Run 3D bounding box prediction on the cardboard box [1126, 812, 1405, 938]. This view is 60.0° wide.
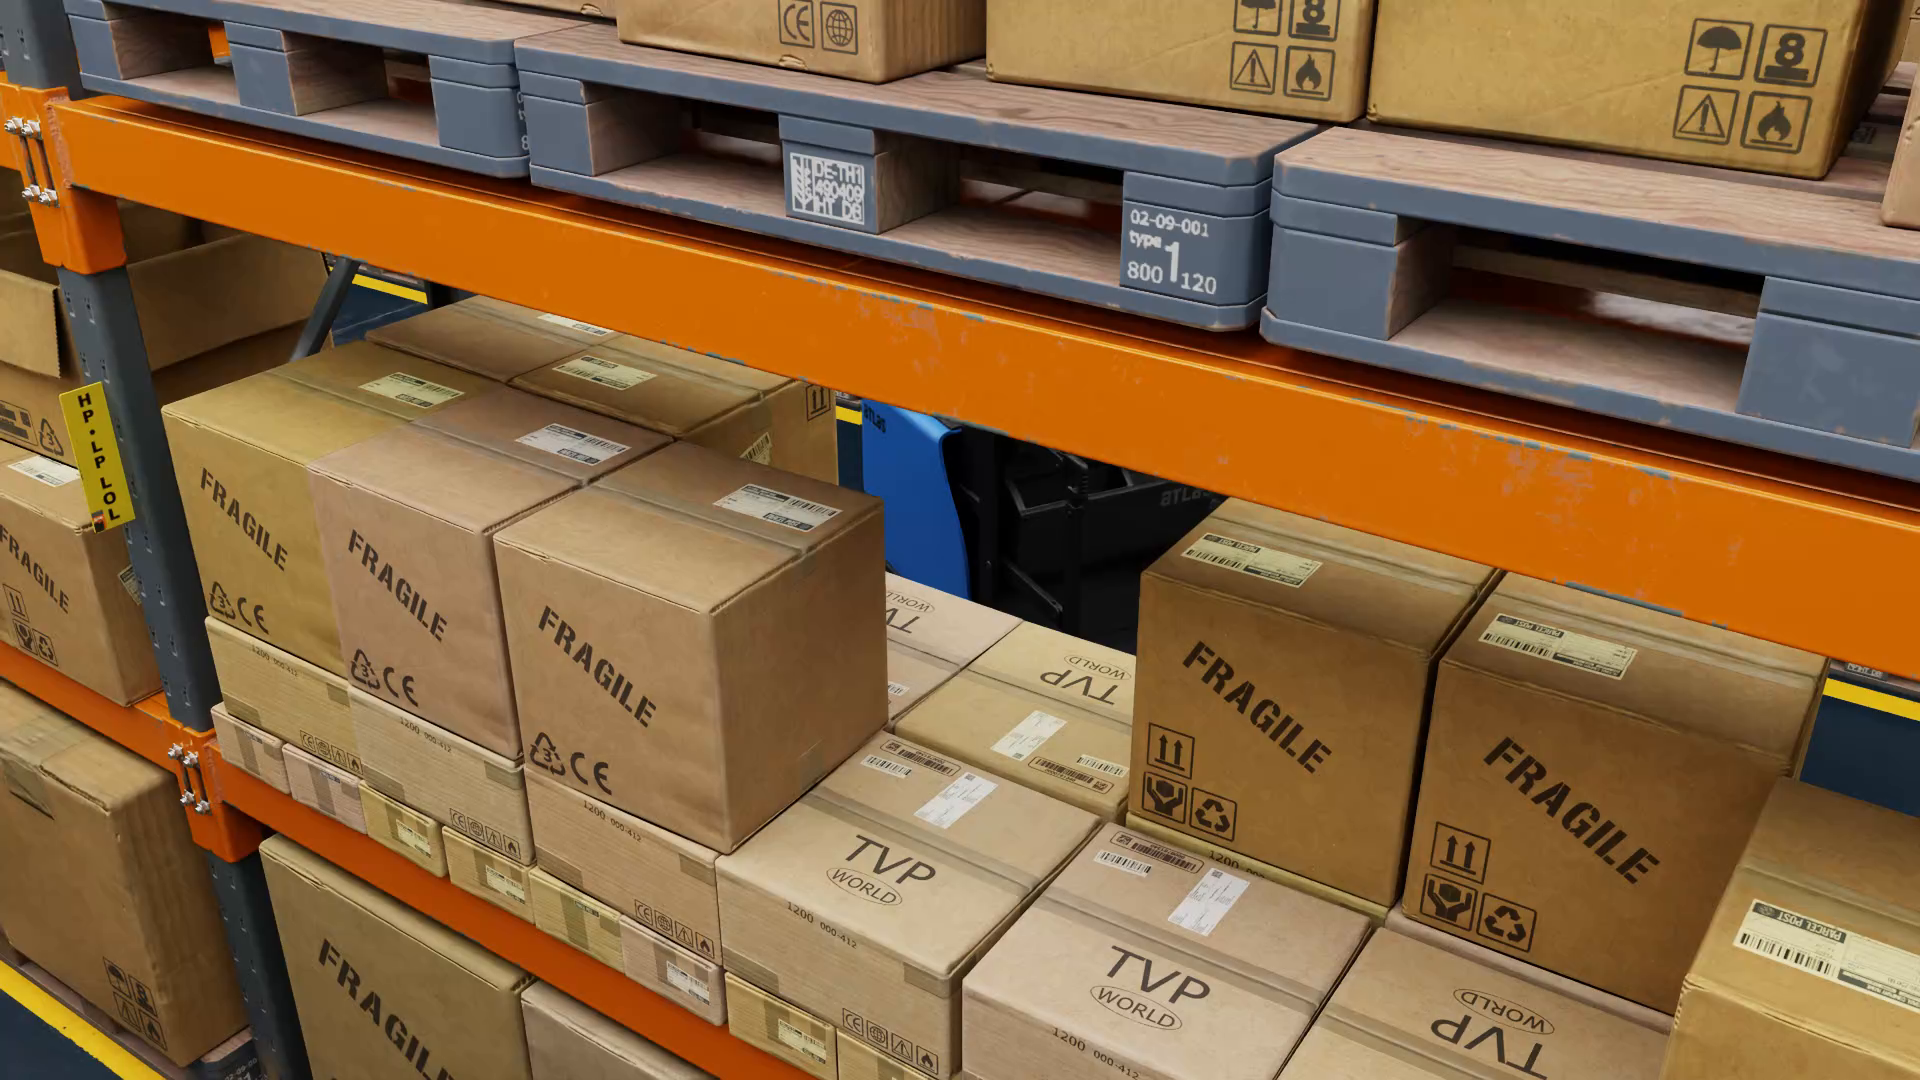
[{"bbox_3d":[0.645,0.574,3.153,0.500,0.250,0.500,16,31,29],"label":"cardboard box"}]

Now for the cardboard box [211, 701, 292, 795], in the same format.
[{"bbox_3d":[-1.509,0.410,3.914,0.250,0.149,0.380,17,32,30],"label":"cardboard box"}]

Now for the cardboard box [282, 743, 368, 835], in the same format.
[{"bbox_3d":[-1.293,0.478,3.781,0.250,0.149,0.380,16,31,29],"label":"cardboard box"}]

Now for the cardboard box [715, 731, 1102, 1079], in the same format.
[{"bbox_3d":[-0.086,0.641,3.021,0.500,0.250,0.500,17,32,30],"label":"cardboard box"}]

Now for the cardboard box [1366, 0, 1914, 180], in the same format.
[{"bbox_3d":[0.878,-0.791,2.007,0.500,0.500,0.700,16,31,29],"label":"cardboard box"}]

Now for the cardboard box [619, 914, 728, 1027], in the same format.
[{"bbox_3d":[-0.440,0.743,3.260,0.250,0.149,0.380,18,32,31],"label":"cardboard box"}]

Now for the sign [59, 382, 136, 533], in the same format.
[{"bbox_3d":[-1.864,-0.178,3.602,0.005,0.325,0.100,17,32,30],"label":"sign"}]

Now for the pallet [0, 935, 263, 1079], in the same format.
[{"bbox_3d":[-2.243,1.171,5.217,1.213,0.211,1.003,17,32,30],"label":"pallet"}]

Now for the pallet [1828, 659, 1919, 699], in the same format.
[{"bbox_3d":[3.879,0.290,6.948,1.213,0.211,1.003,17,32,30],"label":"pallet"}]

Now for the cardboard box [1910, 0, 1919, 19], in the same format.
[{"bbox_3d":[5.975,-3.340,9.793,0.500,0.500,0.500,18,32,32],"label":"cardboard box"}]

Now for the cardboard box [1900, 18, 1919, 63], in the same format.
[{"bbox_3d":[5.983,-2.898,10.026,0.500,0.500,0.500,18,32,31],"label":"cardboard box"}]

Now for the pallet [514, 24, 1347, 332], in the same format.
[{"bbox_3d":[0.105,-0.672,2.554,1.213,0.211,1.003,17,32,30],"label":"pallet"}]

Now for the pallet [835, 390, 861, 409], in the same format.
[{"bbox_3d":[-0.383,-1.038,9.557,1.213,0.211,1.003,17,32,30],"label":"pallet"}]

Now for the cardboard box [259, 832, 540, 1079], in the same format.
[{"bbox_3d":[-1.066,1.057,4.245,0.875,0.875,0.875,17,32,30],"label":"cardboard box"}]

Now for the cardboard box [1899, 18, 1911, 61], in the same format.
[{"bbox_3d":[5.568,-3.027,10.280,0.500,0.500,0.500,17,31,30],"label":"cardboard box"}]

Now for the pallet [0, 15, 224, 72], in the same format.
[{"bbox_3d":[-2.348,-1.371,4.040,1.217,0.209,0.805,16,31,28],"label":"pallet"}]

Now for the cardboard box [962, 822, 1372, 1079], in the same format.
[{"bbox_3d":[0.345,0.773,2.761,0.500,0.250,0.500,16,31,29],"label":"cardboard box"}]

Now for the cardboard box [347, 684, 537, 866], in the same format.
[{"bbox_3d":[-0.919,0.380,3.533,0.500,0.250,0.500,17,32,30],"label":"cardboard box"}]

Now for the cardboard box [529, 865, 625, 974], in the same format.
[{"bbox_3d":[-0.646,0.677,3.389,0.250,0.149,0.380,17,31,30],"label":"cardboard box"}]

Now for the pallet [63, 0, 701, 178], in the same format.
[{"bbox_3d":[-0.896,-0.985,3.170,1.213,0.211,1.003,17,32,30],"label":"pallet"}]

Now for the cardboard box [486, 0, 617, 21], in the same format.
[{"bbox_3d":[-0.445,-1.197,2.804,0.500,0.500,0.700,19,33,33],"label":"cardboard box"}]

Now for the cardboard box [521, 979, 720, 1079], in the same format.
[{"bbox_3d":[-0.324,1.288,3.791,0.875,0.875,0.875,17,32,30],"label":"cardboard box"}]

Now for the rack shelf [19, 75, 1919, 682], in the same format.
[{"bbox_3d":[0.084,-0.405,2.724,4.000,0.370,1.077,17,32,30],"label":"rack shelf"}]

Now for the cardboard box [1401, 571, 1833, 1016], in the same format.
[{"bbox_3d":[1.078,0.372,2.722,0.500,0.500,0.500,16,31,29],"label":"cardboard box"}]

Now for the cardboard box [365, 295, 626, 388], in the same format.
[{"bbox_3d":[-1.034,-0.284,4.012,0.500,0.500,0.500,18,32,32],"label":"cardboard box"}]

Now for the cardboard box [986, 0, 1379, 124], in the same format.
[{"bbox_3d":[0.424,-0.906,2.232,0.500,0.500,0.700,15,31,27],"label":"cardboard box"}]

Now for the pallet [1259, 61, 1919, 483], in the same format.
[{"bbox_3d":[1.115,-0.359,1.939,1.213,0.211,1.003,17,32,30],"label":"pallet"}]

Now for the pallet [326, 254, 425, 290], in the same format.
[{"bbox_3d":[-3.676,-2.065,11.576,1.213,0.211,1.003,17,32,30],"label":"pallet"}]

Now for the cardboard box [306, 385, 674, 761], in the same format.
[{"bbox_3d":[-0.913,0.046,3.363,0.500,0.500,0.500,17,32,30],"label":"cardboard box"}]

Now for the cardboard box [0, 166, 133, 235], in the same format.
[{"bbox_3d":[-2.655,-0.735,4.671,0.637,0.503,0.797,18,32,31],"label":"cardboard box"}]

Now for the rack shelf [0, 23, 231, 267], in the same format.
[{"bbox_3d":[-3.213,-1.432,4.743,4.000,0.370,1.077,17,32,30],"label":"rack shelf"}]

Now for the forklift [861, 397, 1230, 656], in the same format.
[{"bbox_3d":[0.690,-0.558,5.615,1.130,2.935,3.031,-13,30,-23],"label":"forklift"}]

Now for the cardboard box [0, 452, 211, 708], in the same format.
[{"bbox_3d":[-2.105,0.035,4.263,0.500,0.500,0.500,17,32,30],"label":"cardboard box"}]

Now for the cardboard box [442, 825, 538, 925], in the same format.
[{"bbox_3d":[-0.857,0.612,3.517,0.250,0.149,0.380,16,31,29],"label":"cardboard box"}]

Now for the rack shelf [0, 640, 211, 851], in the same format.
[{"bbox_3d":[-3.213,-0.095,5.423,4.000,0.370,1.077,17,32,30],"label":"rack shelf"}]

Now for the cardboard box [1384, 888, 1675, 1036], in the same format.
[{"bbox_3d":[1.058,0.704,2.897,0.500,0.250,0.500,17,31,30],"label":"cardboard box"}]

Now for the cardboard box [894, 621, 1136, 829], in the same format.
[{"bbox_3d":[0.212,0.442,3.412,0.500,0.250,0.500,17,31,29],"label":"cardboard box"}]

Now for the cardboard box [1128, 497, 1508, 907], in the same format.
[{"bbox_3d":[0.647,0.242,2.979,0.500,0.500,0.500,16,31,29],"label":"cardboard box"}]

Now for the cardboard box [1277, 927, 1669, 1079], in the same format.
[{"bbox_3d":[0.765,0.904,2.505,0.500,0.250,0.500,17,31,29],"label":"cardboard box"}]

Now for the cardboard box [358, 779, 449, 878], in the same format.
[{"bbox_3d":[-1.075,0.545,3.649,0.250,0.149,0.380,18,32,32],"label":"cardboard box"}]

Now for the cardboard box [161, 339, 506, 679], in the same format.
[{"bbox_3d":[-1.315,-0.084,3.618,0.500,0.500,0.500,17,32,30],"label":"cardboard box"}]

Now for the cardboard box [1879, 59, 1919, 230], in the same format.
[{"bbox_3d":[1.274,-0.602,1.634,0.500,0.500,0.700,15,31,27],"label":"cardboard box"}]

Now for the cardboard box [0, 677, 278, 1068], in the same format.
[{"bbox_3d":[-2.103,0.701,4.945,0.875,0.875,1.225,17,32,30],"label":"cardboard box"}]

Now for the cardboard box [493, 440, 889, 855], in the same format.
[{"bbox_3d":[-0.481,0.178,3.104,0.500,0.500,0.500,16,31,29],"label":"cardboard box"}]

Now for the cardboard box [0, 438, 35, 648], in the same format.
[{"bbox_3d":[-2.509,-0.094,4.518,0.500,0.500,0.500,18,32,32],"label":"cardboard box"}]

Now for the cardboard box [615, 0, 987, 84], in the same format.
[{"bbox_3d":[-0.094,-1.010,2.436,0.500,0.500,0.700,19,33,32],"label":"cardboard box"}]

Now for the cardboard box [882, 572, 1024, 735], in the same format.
[{"bbox_3d":[-0.203,0.310,3.670,0.500,0.250,0.500,18,32,31],"label":"cardboard box"}]

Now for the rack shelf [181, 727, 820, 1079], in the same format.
[{"bbox_3d":[0.084,0.932,3.405,4.000,0.370,1.077,17,32,30],"label":"rack shelf"}]

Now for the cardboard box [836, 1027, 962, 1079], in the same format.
[{"bbox_3d":[-0.007,0.876,2.998,0.250,0.149,0.380,18,32,31],"label":"cardboard box"}]

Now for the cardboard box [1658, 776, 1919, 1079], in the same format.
[{"bbox_3d":[1.182,0.698,2.081,0.500,0.500,0.500,18,32,31],"label":"cardboard box"}]

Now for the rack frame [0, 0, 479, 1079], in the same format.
[{"bbox_3d":[-1.565,0.098,4.251,0.127,3.000,1.000,17,32,30],"label":"rack frame"}]

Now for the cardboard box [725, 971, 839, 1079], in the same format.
[{"bbox_3d":[-0.223,0.810,3.129,0.250,0.149,0.380,16,31,29],"label":"cardboard box"}]

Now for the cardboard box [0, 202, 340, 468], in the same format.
[{"bbox_3d":[-2.096,-0.555,4.317,0.637,0.503,0.797,16,31,29],"label":"cardboard box"}]

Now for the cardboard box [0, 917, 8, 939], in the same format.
[{"bbox_3d":[-2.841,0.472,5.396,0.875,0.875,1.225,16,31,29],"label":"cardboard box"}]

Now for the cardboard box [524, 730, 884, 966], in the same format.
[{"bbox_3d":[-0.488,0.511,3.276,0.500,0.250,0.500,18,32,32],"label":"cardboard box"}]

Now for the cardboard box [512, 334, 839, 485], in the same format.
[{"bbox_3d":[-0.624,-0.154,3.756,0.500,0.500,0.500,18,32,31],"label":"cardboard box"}]

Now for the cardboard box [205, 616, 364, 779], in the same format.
[{"bbox_3d":[-1.326,0.251,3.788,0.500,0.250,0.500,17,31,29],"label":"cardboard box"}]
